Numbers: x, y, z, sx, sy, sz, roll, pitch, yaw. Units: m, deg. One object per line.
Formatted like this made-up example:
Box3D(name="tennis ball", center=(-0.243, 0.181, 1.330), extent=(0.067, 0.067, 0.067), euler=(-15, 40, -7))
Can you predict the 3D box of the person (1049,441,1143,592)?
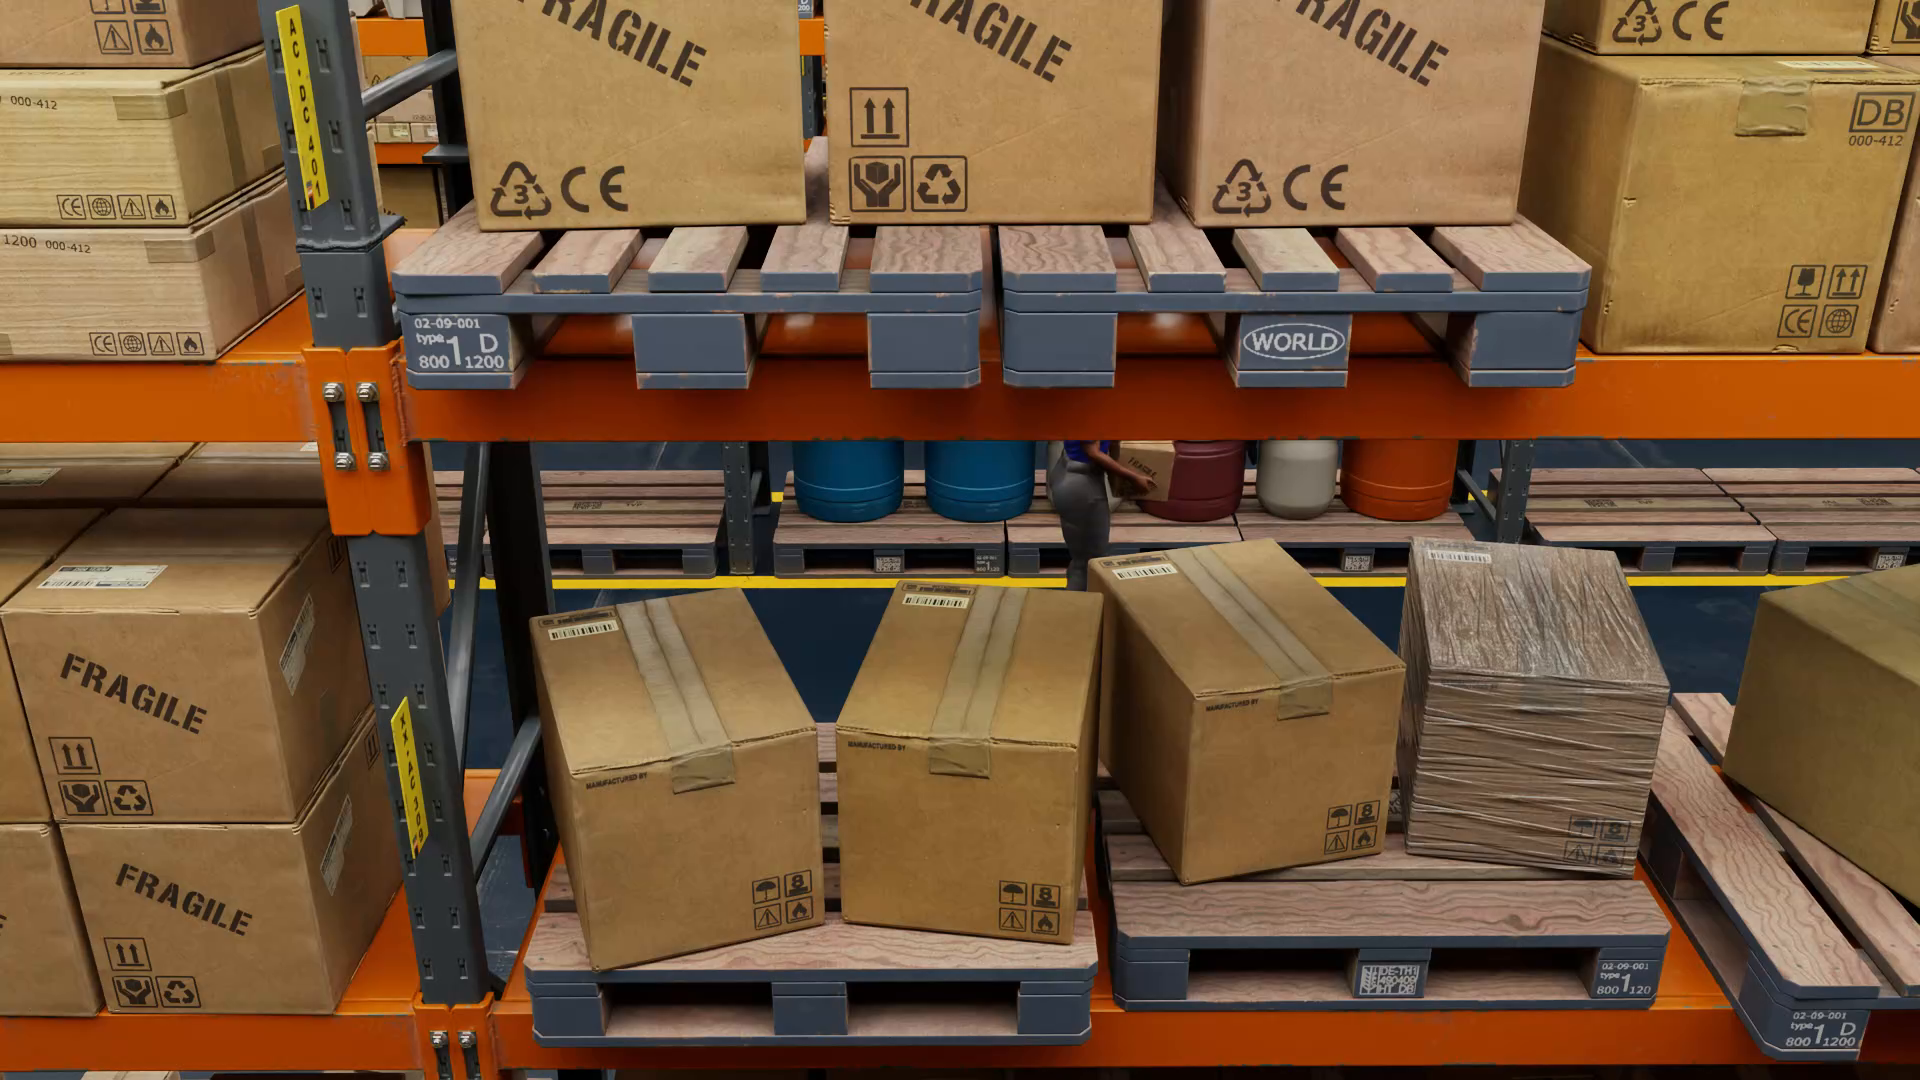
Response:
Box3D(name="person", center=(0.627, -0.241, 7.635), extent=(0.431, 1.662, 0.474), euler=(-1, 24, -2))
